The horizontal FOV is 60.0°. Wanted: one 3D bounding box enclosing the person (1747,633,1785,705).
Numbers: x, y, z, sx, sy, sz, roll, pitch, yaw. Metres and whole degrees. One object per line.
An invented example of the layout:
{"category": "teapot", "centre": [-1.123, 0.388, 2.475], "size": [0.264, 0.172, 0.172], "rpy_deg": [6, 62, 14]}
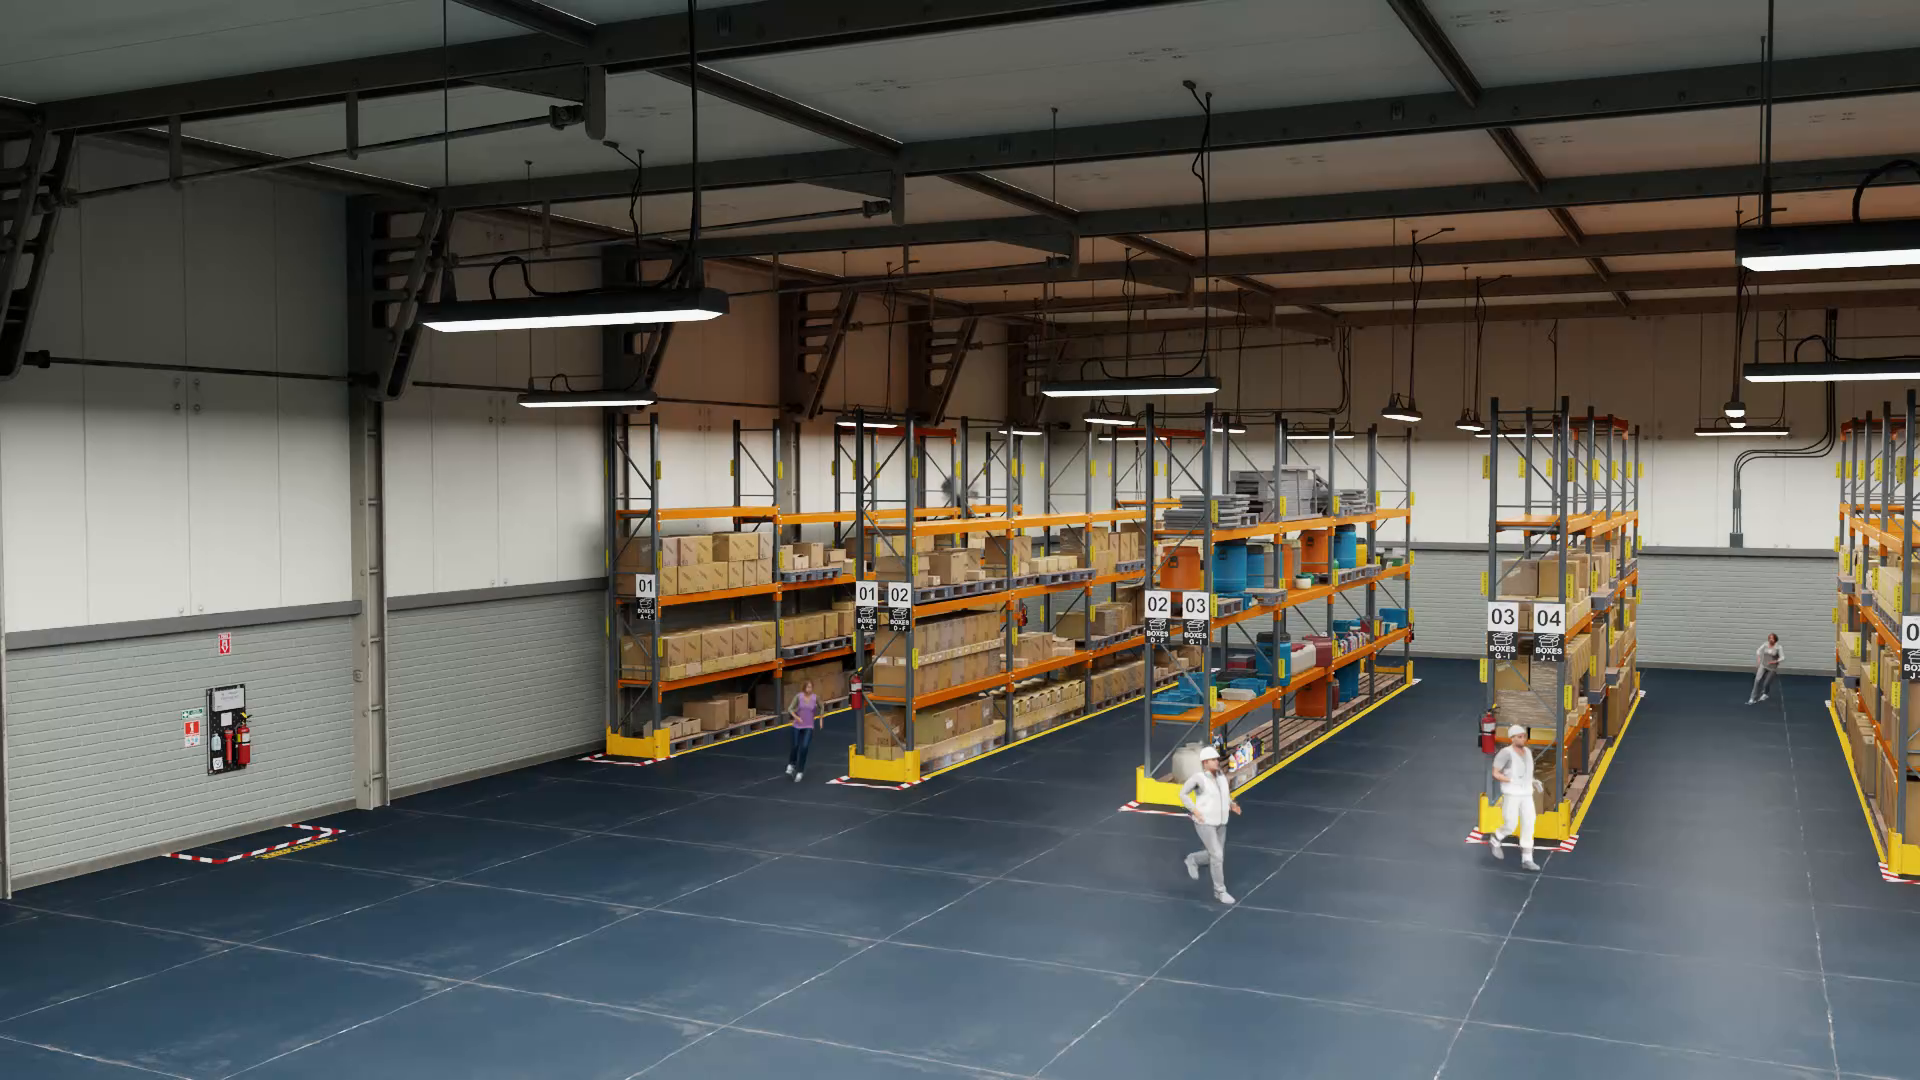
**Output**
{"category": "person", "centre": [17.245, 2.747, 35.458], "size": [0.624, 1.522, 0.860], "rpy_deg": [2, 3, 41]}

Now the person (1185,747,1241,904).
{"category": "person", "centre": [2.907, 3.311, 19.505], "size": [0.540, 1.771, 0.880], "rpy_deg": [-2, 3, -37]}

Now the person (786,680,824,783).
{"category": "person", "centre": [-2.505, 3.064, 26.955], "size": [0.608, 1.609, 0.749], "rpy_deg": [0, 2, -6]}

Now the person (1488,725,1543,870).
{"category": "person", "centre": [7.009, 3.219, 20.964], "size": [0.678, 1.778, 0.854], "rpy_deg": [-1, 3, -20]}
